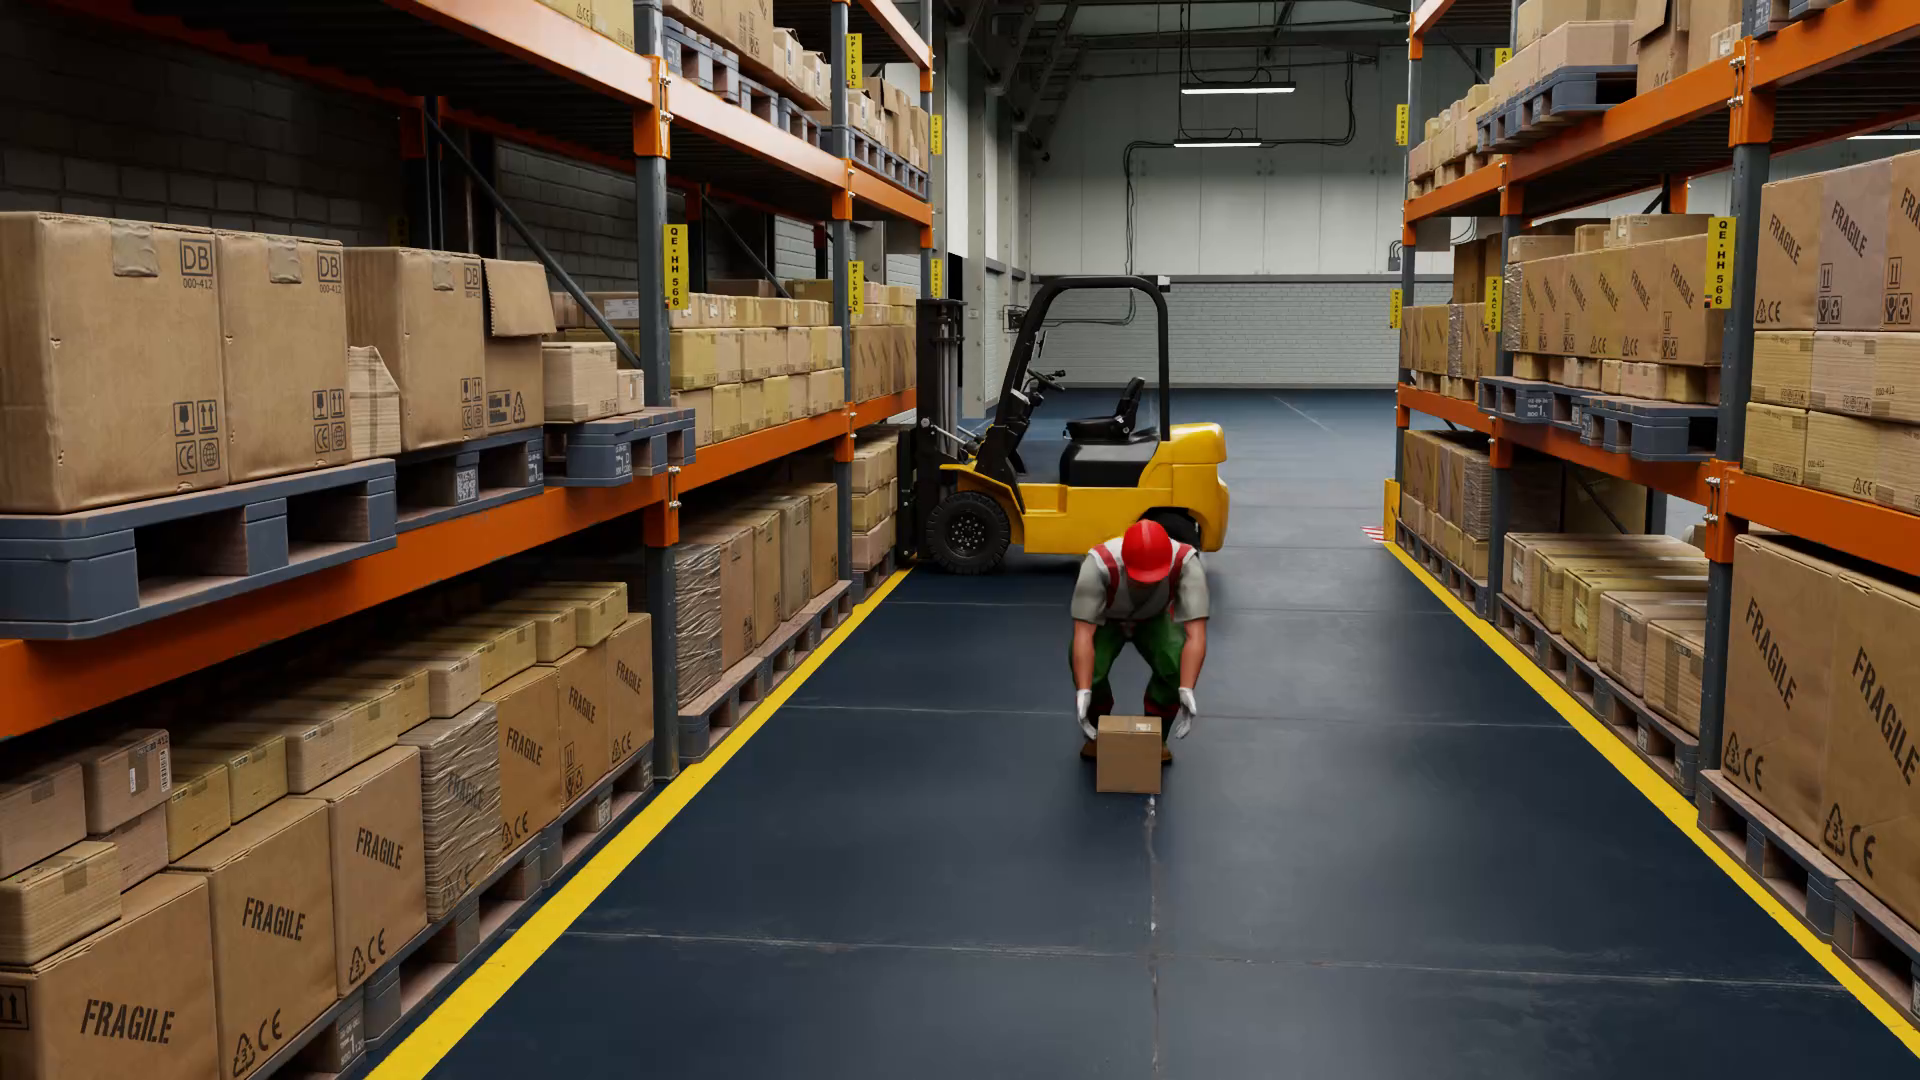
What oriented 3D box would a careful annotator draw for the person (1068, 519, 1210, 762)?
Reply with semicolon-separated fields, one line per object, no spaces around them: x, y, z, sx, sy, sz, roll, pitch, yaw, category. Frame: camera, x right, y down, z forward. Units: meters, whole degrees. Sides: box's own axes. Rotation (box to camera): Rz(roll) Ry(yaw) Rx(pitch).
0.741;0.404;6.914;0.579;1.065;0.870;1;8;6;person
